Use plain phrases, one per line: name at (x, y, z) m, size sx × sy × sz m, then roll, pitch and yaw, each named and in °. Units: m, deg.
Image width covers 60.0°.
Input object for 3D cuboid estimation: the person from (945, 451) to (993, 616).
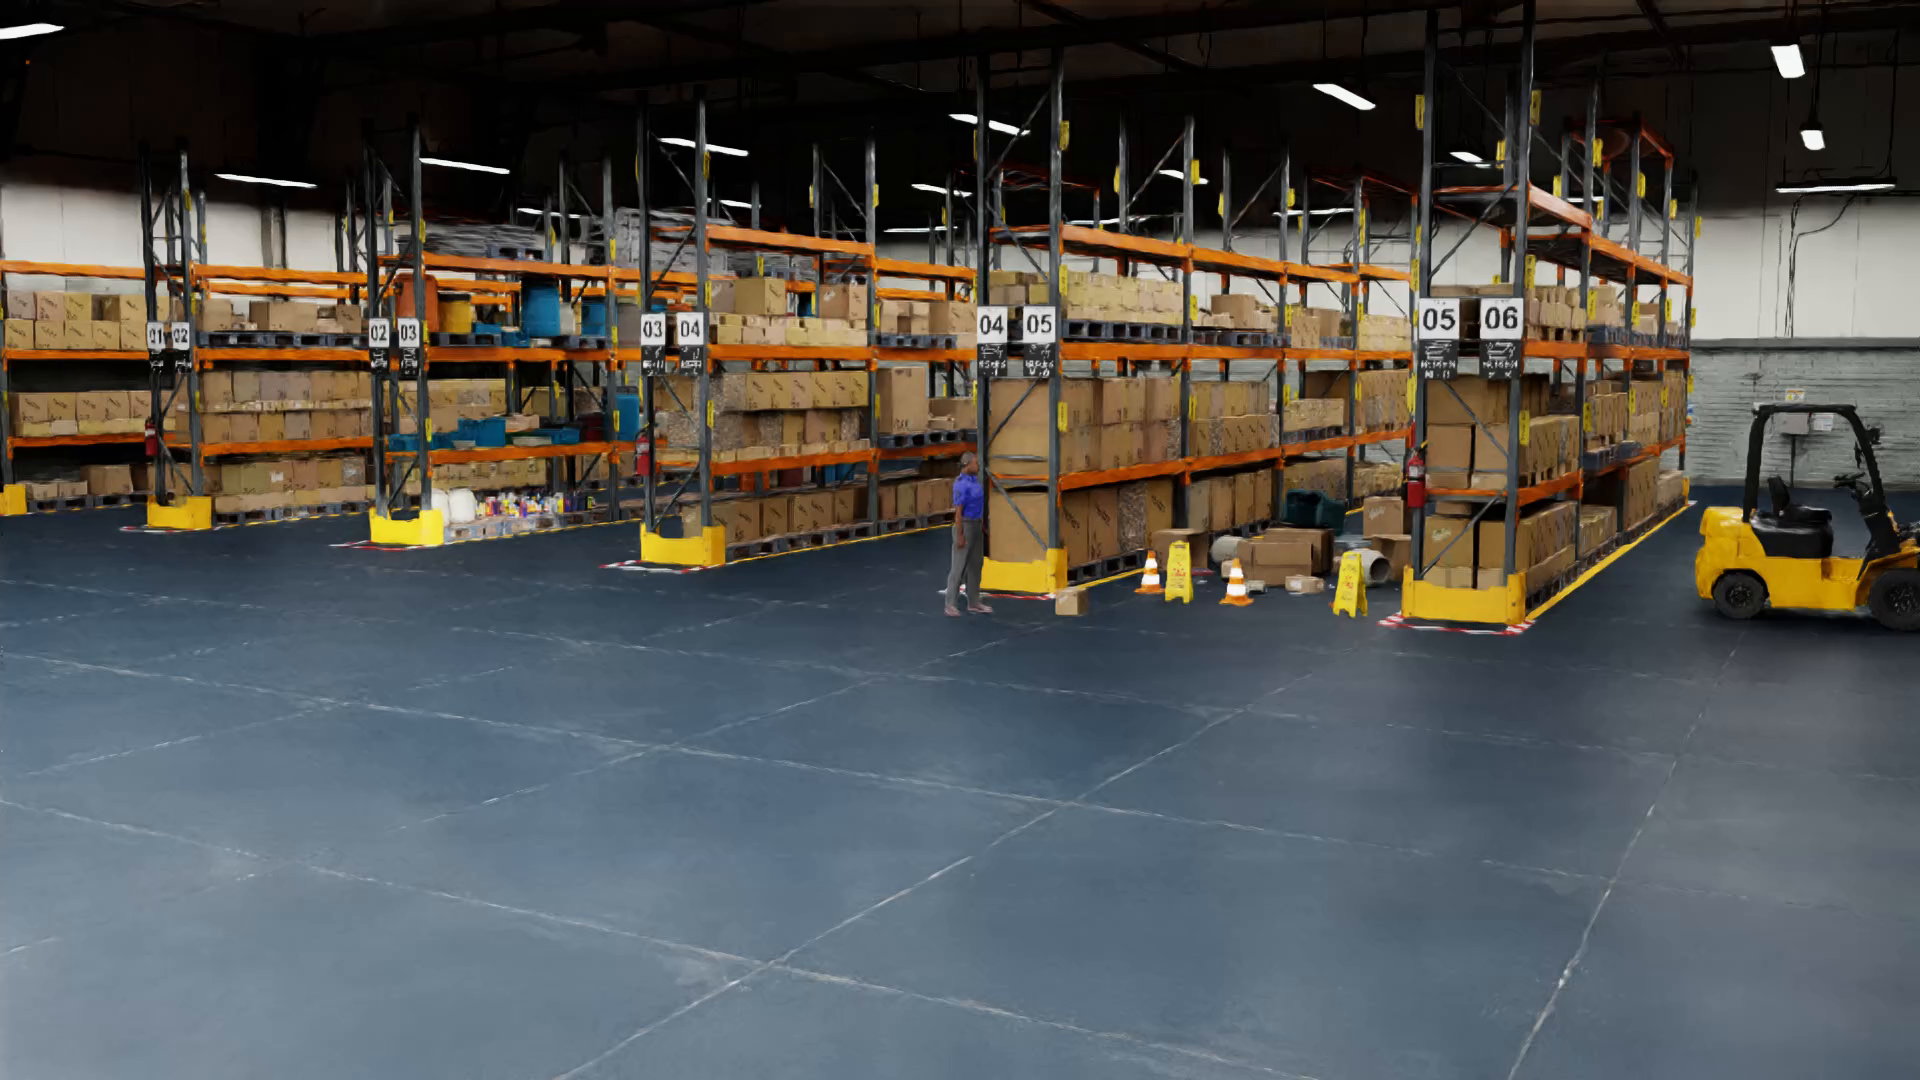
person at (0.097, -0.078, 16.972) m, size 0.430 × 1.662 × 0.605 m, roll 3°, pitch 7°, yaw 26°
